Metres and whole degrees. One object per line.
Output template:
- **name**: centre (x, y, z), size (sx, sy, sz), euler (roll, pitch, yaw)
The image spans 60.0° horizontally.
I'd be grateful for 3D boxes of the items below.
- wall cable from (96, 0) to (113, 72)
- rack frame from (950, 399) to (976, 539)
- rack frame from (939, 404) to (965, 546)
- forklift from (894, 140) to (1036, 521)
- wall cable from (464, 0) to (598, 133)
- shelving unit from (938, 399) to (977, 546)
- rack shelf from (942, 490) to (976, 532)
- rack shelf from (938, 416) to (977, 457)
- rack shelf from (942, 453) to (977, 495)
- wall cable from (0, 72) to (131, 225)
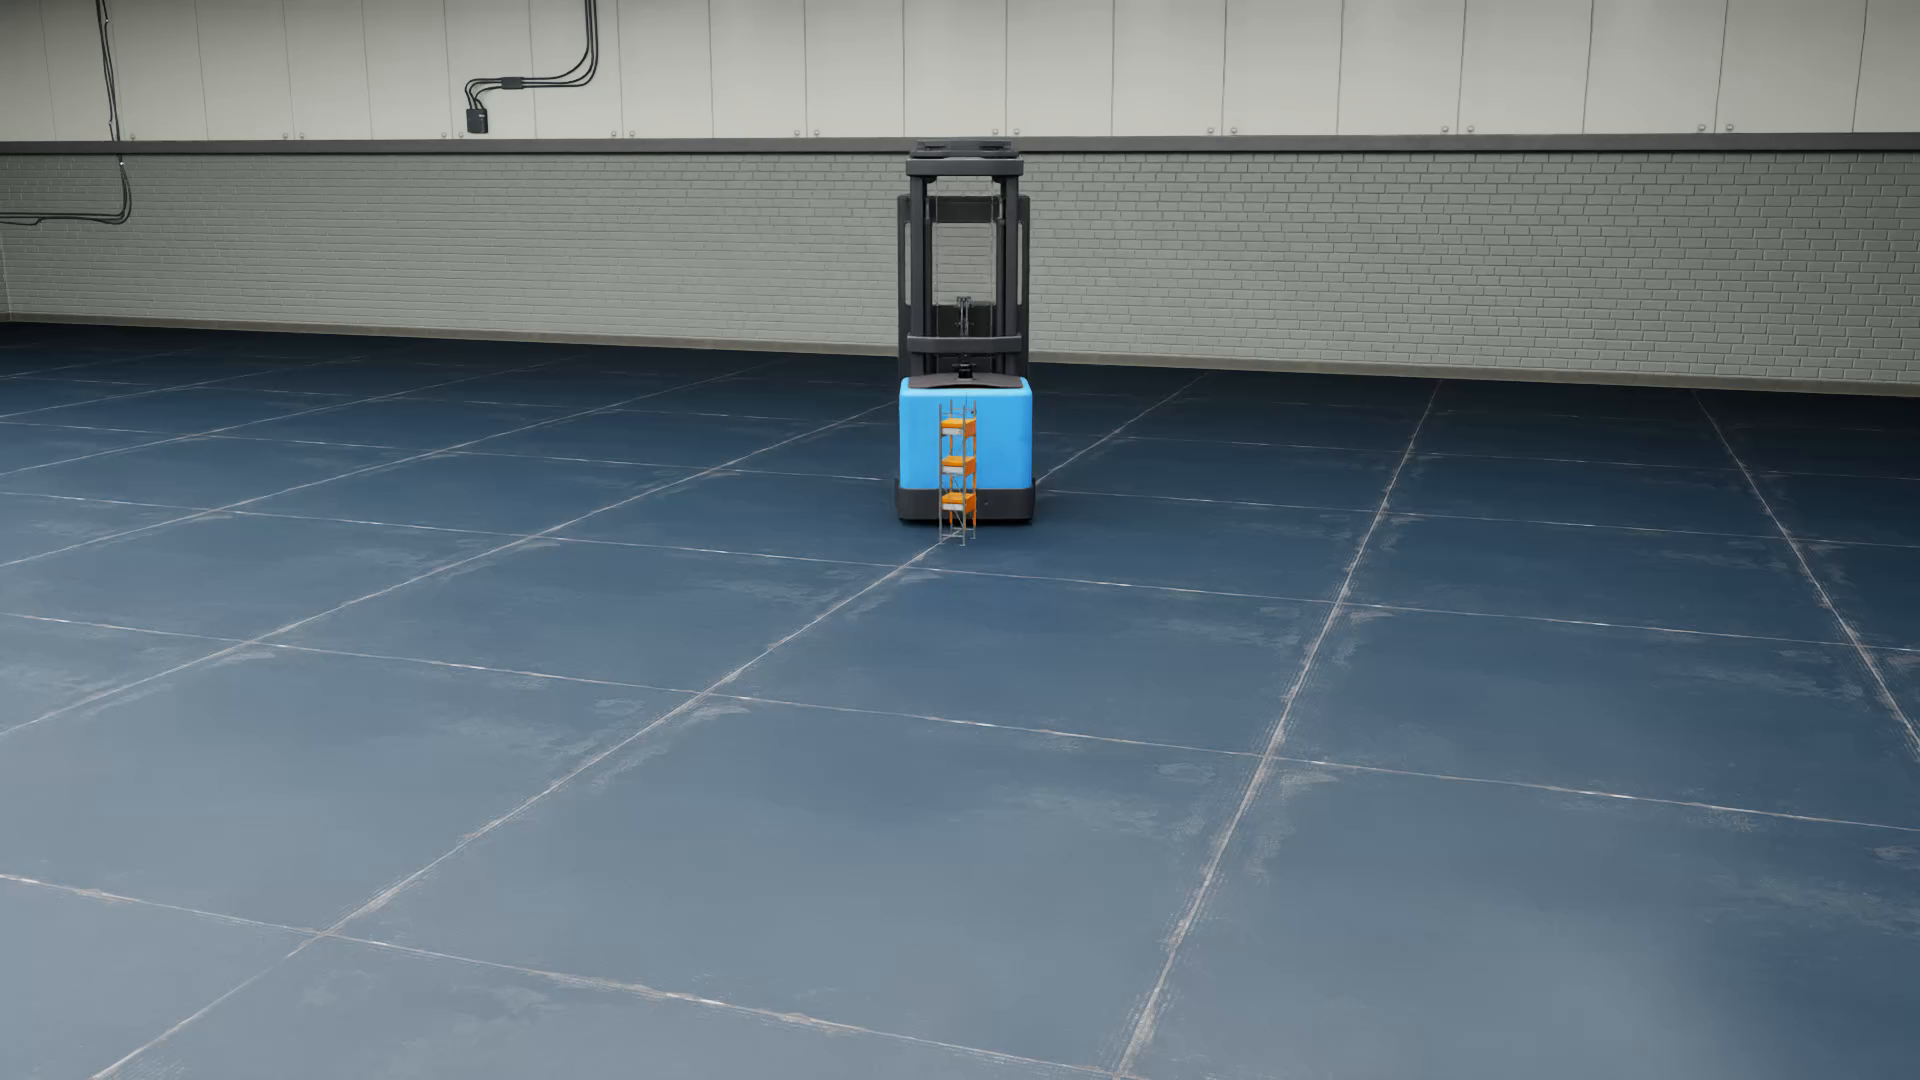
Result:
- **wall cable**: centre (-12.900, -8.908, 26.921), size (3.097, 2.526, 0.112), euler (4, 14, 18)
- **rack frame**: centre (0.022, -0.526, 12.434), size (0.200, 1.050, 0.008), euler (4, 14, 18)
- **rack frame**: centre (-0.057, -0.475, 12.209), size (0.200, 1.050, 0.008), euler (4, 14, 18)
- **forklift**: centre (0.025, -1.855, 14.028), size (1.130, 2.935, 3.031), euler (0, 13, -1)
- **wall cable**: centre (-6.482, -9.125, 24.603), size (2.305, 6.003, 0.169), euler (4, 14, 18)
- **shelving unit**: centre (-0.017, -0.501, 12.322), size (0.215, 1.050, 0.252), euler (4, 14, 18)
- **rack shelf**: centre (-0.017, -0.219, 12.386), size (0.215, 0.259, 0.240), euler (4, 14, 18)
- **rack shelf**: centre (-0.017, -0.767, 12.261), size (0.215, 0.259, 0.240), euler (4, 14, 18)
- **rack shelf**: centre (-0.017, -0.490, 12.324), size (0.215, 0.259, 0.240), euler (4, 14, 18)
- **wall cable**: centre (-15.460, -6.640, 28.336), size (3.097, 2.526, 0.112), euler (4, 14, 18)
